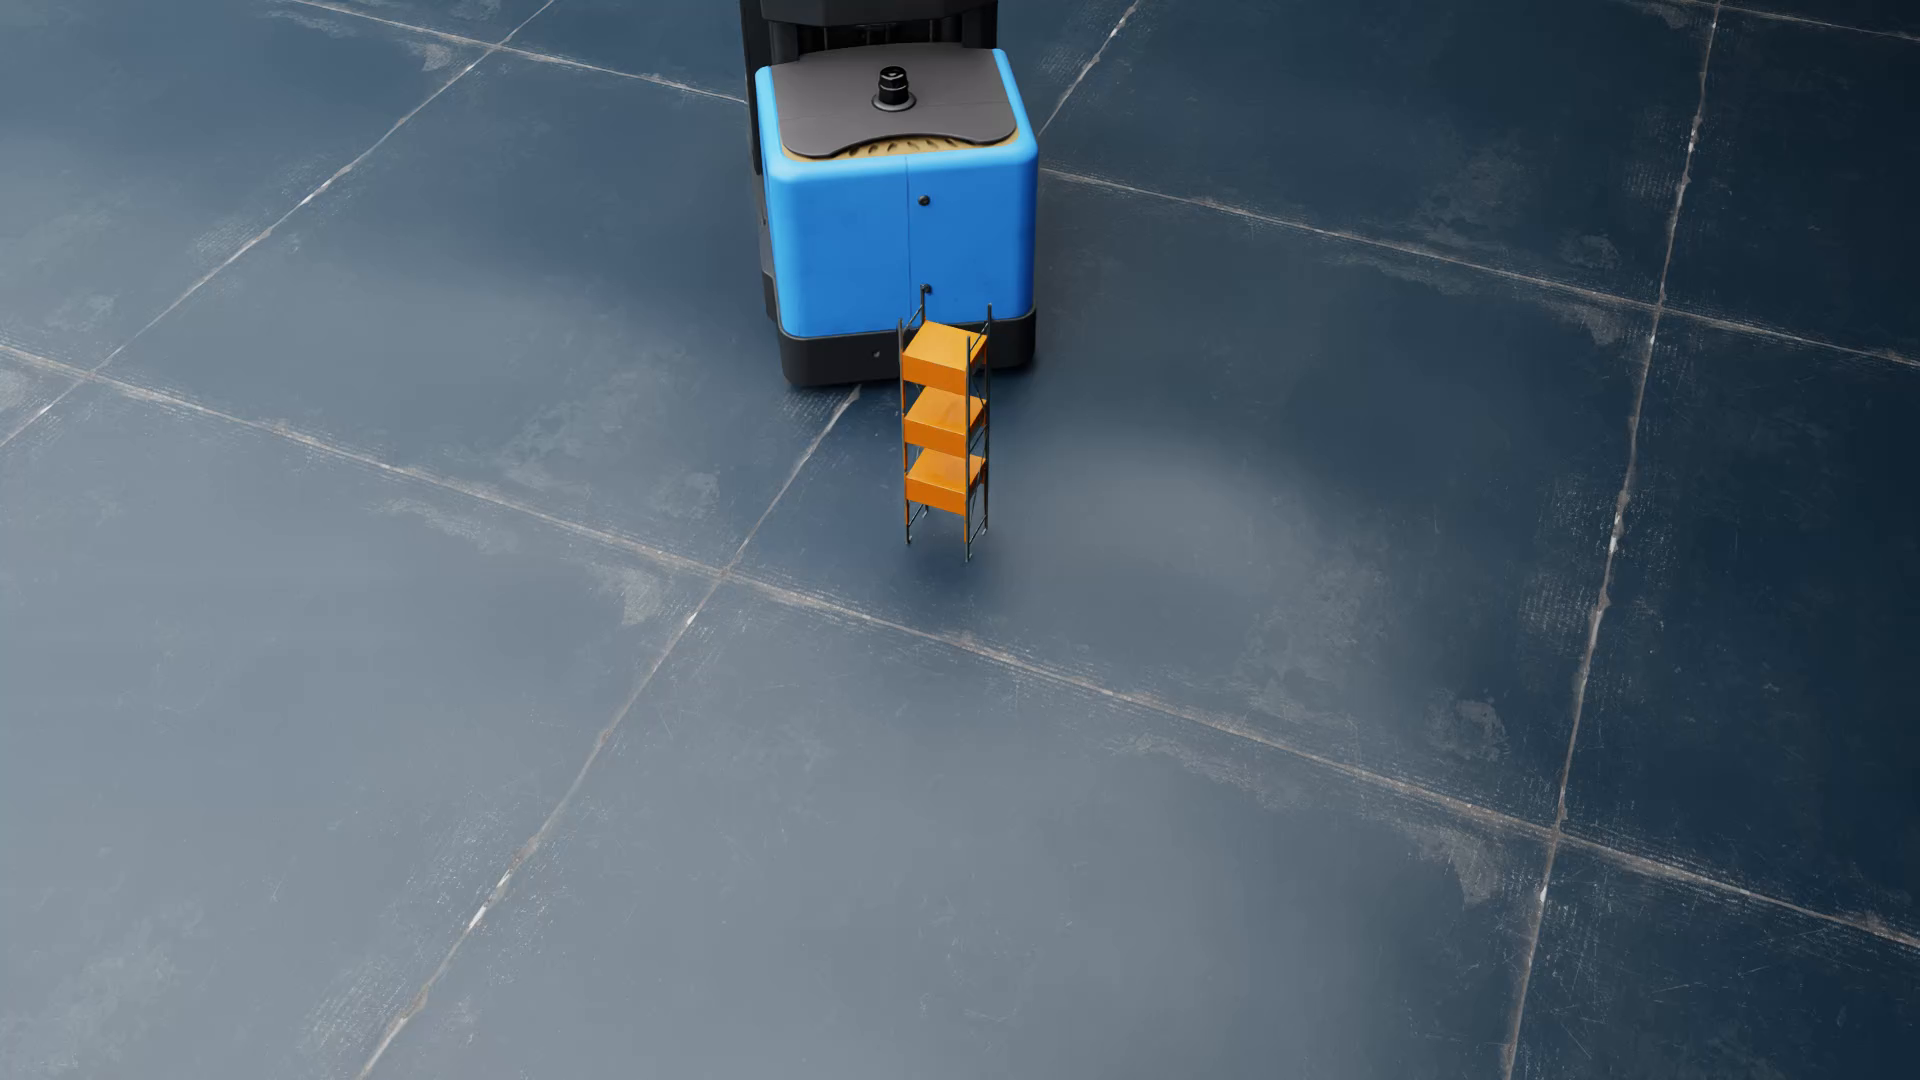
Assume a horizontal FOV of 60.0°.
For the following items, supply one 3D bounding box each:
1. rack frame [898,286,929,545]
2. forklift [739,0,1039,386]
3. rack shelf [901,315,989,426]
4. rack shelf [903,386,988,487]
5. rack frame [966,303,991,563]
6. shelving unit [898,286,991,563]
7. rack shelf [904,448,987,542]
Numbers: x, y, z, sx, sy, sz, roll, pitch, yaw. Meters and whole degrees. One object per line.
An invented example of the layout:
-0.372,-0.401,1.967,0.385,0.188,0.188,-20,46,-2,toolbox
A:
-0.162,-0.420,5.928,0.008,1.050,0.200,16,47,16,rack frame
-0.423,-2.715,6.901,1.130,2.935,3.031,-6,45,-6,forklift
-0.049,-0.580,5.702,0.240,0.259,0.215,16,47,16,rack shelf
-0.049,-0.379,5.902,0.240,0.259,0.215,16,47,16,rack shelf
0.063,-0.354,5.861,0.008,1.050,0.200,16,47,16,rack frame
-0.049,-0.387,5.894,0.252,1.050,0.215,16,47,16,shelving unit
-0.049,-0.182,6.098,0.240,0.259,0.215,16,47,16,rack shelf
